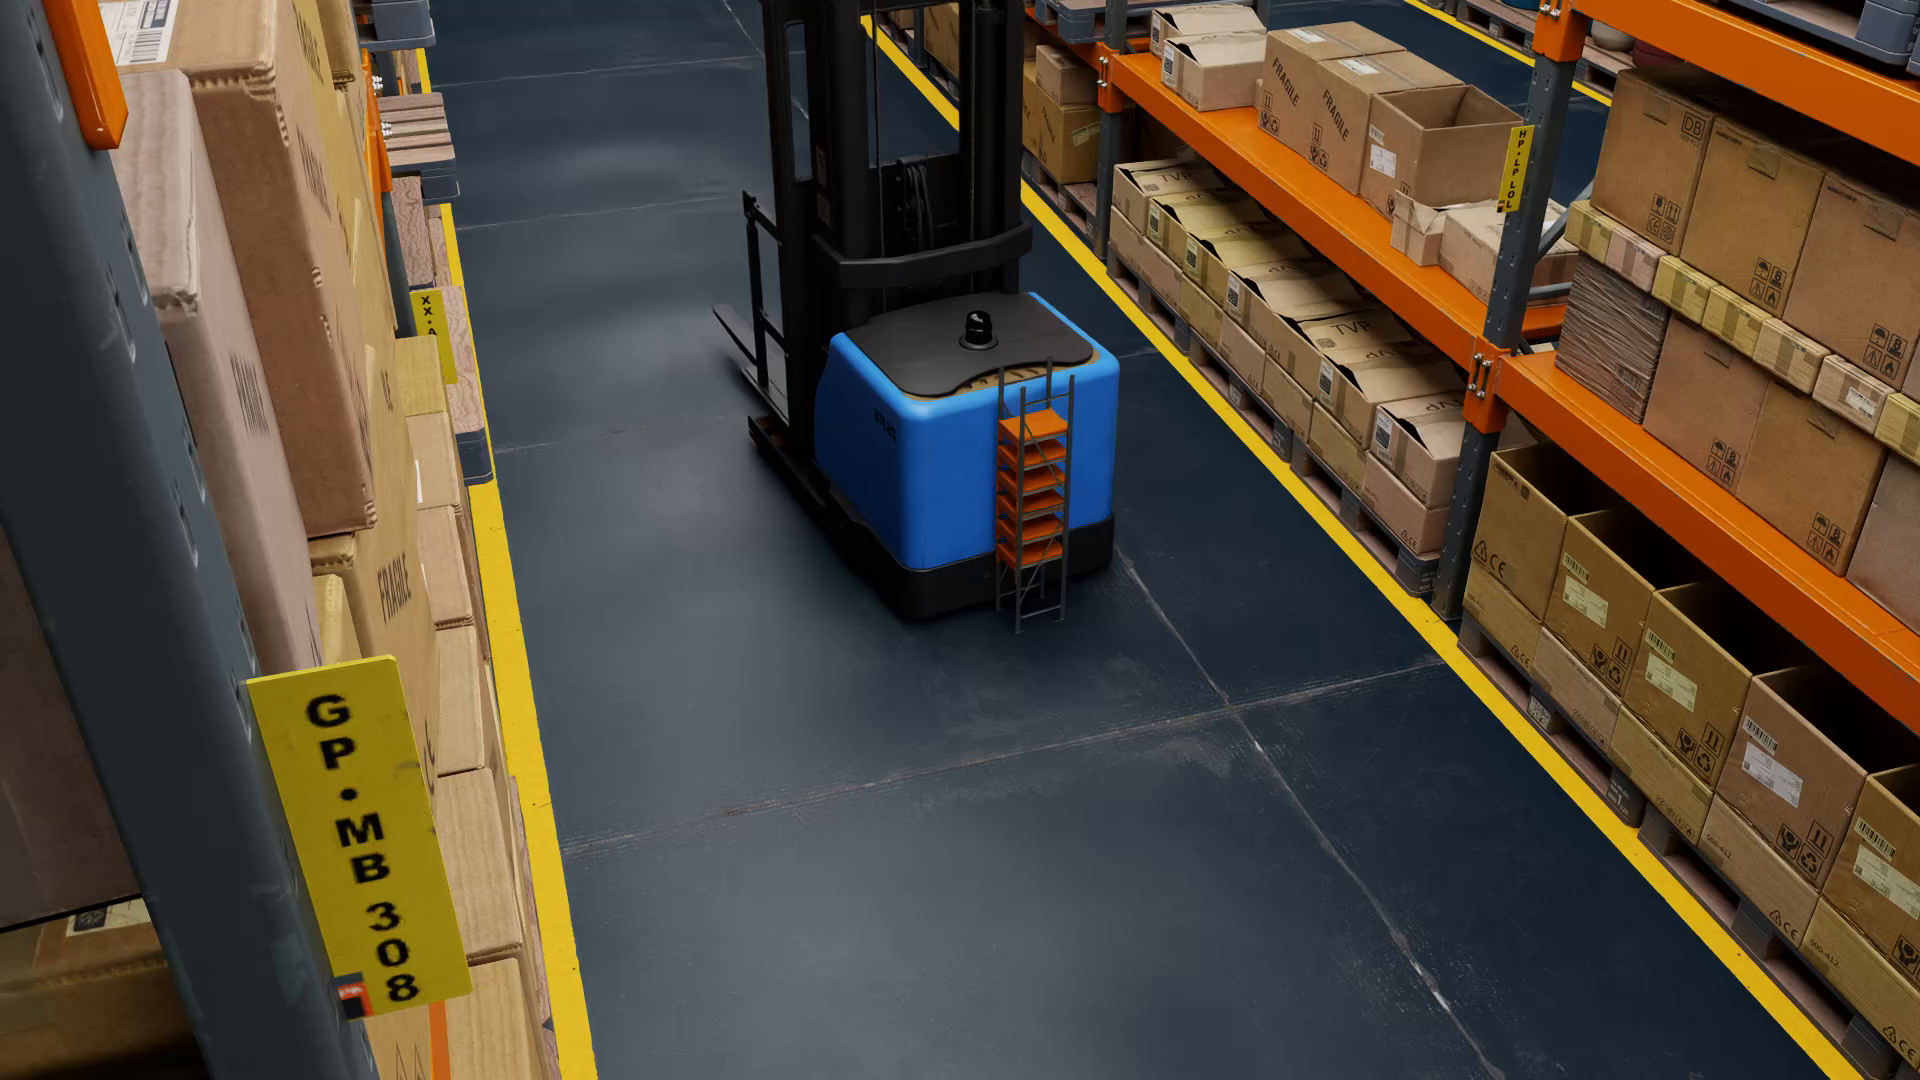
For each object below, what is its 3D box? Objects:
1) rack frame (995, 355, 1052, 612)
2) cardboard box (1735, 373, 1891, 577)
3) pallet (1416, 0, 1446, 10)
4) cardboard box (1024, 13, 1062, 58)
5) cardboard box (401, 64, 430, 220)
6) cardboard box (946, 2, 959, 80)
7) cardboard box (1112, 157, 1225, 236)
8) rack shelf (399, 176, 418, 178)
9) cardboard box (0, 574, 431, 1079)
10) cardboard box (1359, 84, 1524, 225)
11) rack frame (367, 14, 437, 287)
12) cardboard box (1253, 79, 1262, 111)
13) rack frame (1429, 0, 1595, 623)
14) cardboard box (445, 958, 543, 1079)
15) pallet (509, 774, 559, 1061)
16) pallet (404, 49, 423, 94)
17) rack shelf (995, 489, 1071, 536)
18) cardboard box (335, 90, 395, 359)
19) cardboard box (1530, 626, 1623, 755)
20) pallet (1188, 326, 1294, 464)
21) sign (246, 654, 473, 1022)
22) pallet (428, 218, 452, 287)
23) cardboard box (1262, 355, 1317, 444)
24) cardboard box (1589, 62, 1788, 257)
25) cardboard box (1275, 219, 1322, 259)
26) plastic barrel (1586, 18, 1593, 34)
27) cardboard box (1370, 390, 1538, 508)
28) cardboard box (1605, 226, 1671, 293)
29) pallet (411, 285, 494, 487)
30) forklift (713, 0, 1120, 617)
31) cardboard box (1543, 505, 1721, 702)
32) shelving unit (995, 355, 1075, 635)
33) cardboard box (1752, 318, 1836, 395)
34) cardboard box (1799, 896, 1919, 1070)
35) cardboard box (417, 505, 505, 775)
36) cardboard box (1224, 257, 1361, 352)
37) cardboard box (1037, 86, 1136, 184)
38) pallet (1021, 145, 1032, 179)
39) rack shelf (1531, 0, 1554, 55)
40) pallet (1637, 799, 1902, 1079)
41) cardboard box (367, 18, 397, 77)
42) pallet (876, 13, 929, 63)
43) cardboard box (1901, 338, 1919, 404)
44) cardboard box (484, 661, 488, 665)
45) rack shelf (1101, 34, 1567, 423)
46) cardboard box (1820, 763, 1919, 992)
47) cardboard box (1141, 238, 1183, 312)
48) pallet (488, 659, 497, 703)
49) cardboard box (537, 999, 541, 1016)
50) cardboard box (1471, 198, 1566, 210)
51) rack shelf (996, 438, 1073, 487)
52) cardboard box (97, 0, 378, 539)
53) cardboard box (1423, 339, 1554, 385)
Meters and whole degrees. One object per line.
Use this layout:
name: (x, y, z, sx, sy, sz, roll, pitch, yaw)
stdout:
rack frame: (0.263, -0.214, 6.986, 0.240, 1.200, 0.006, -15, 36, -22)
cardboard box: (3.014, -0.277, 5.357, 0.700, 0.500, 0.500, -10, 35, -14)
pallet: (4.573, -5.254, 15.510, 1.003, 0.211, 1.213, -10, 35, -15)
cardboard box: (0.490, -3.577, 11.631, 0.500, 0.250, 0.500, -11, 35, -16)
cardboard box: (-3.741, -2.419, 10.260, 0.750, 0.750, 0.750, -10, 35, -15)
cardboard box: (0.205, -3.775, 12.610, 0.500, 0.500, 0.500, -10, 35, -14)
cardboard box: (1.216, -2.045, 9.728, 0.500, 0.311, 0.500, -9, 34, -13)
rack shelf: (-2.770, -0.922, 7.077, 1.077, 0.370, 4.000, -10, 35, -15)
cardboard box: (-0.804, 0.409, 1.580, 0.500, 0.500, 0.500, -9, 35, -13)
cardboard box: (2.177, -1.731, 7.558, 0.500, 0.500, 0.500, -8, 34, -11)
rack frame: (-3.380, -2.272, 8.467, 1.000, 3.000, 0.127, -10, 35, -15)
cardboard box: (1.779, -2.342, 8.801, 0.380, 0.149, 0.250, -8, 34, -11)
rack frame: (2.556, -1.007, 6.553, 1.000, 3.000, 0.127, -10, 35, -15)
cardboard box: (-0.941, 1.107, 2.791, 0.500, 0.500, 0.500, -10, 35, -15)
pallet: (-1.921, 1.338, 5.533, 1.003, 0.211, 1.213, -10, 35, -15)
pallet: (-4.758, -3.621, 13.039, 1.003, 0.211, 1.213, -10, 35, -15)
rack shelf: (0.304, -0.132, 6.942, 0.258, 0.103, 0.180, -15, 36, -22)
cardboard box: (-1.280, -0.429, 2.848, 0.500, 0.500, 0.500, -8, 34, -12)
cardboard box: (2.557, 0.523, 6.351, 0.500, 0.250, 0.500, -10, 35, -15)
pallet: (1.919, -0.865, 8.868, 1.003, 0.211, 1.213, -10, 35, -15)
sign: (-0.423, 0.221, 1.181, 0.100, 0.325, 0.005, -10, 35, -15)
pallet: (-3.549, -1.535, 9.882, 1.003, 0.211, 1.213, -10, 35, -15)
cardboard box: (1.845, -0.738, 8.260, 0.500, 0.250, 0.500, -9, 35, -14)
cardboard box: (2.698, -1.358, 5.817, 0.700, 0.500, 0.500, -10, 35, -15)
cardboard box: (2.047, -1.598, 9.052, 0.500, 0.311, 0.500, -10, 35, -15)
plastic barrel: (5.200, -4.678, 13.630, 0.600, 0.901, 0.708, -10, 35, -15)
cardboard box: (2.160, -0.433, 7.289, 0.500, 0.311, 0.500, -10, 35, -15)
cardboard box: (2.531, -1.014, 5.884, 0.380, 0.149, 0.250, -10, 35, -14)
pallet: (-2.255, -0.518, 5.986, 1.003, 0.211, 1.213, -10, 35, -15)
forklift: (-0.417, -1.688, 7.645, 1.130, 2.935, 3.031, -15, 36, -22)
cardboard box: (2.560, 0.210, 6.145, 0.500, 0.500, 0.500, -10, 35, -15)
shelving unit: (0.304, -0.169, 6.917, 0.258, 1.200, 0.189, -15, 36, -22)
cardboard box: (2.767, -0.609, 5.272, 0.380, 0.149, 0.250, -11, 35, -16)
cardboard box: (3.013, 1.311, 5.159, 0.500, 0.250, 0.500, -10, 35, -15)
cardboard box: (-1.420, 0.293, 4.023, 0.500, 0.500, 0.500, -11, 35, -16)
cardboard box: (1.695, -1.232, 8.499, 0.500, 0.311, 0.500, -10, 35, -15)
cardboard box: (0.827, -2.699, 10.982, 0.500, 0.500, 0.500, -9, 34, -13)
pallet: (0.776, -2.981, 12.070, 1.003, 0.211, 1.213, -10, 35, -15)
rack shelf: (1.946, -3.008, 7.513, 1.077, 0.370, 4.000, -10, 35, -15)
pallet: (3.135, 1.223, 5.708, 1.003, 0.211, 1.213, -10, 35, -15)
cardboard box: (-3.285, -2.744, 8.803, 0.500, 0.500, 0.500, -9, 35, -13)
pallet: (-0.092, -4.404, 14.224, 1.003, 0.211, 1.213, -10, 35, -15)
cardboard box: (3.157, -0.567, 4.621, 0.700, 0.500, 0.500, -10, 35, -15)
cardboard box: (-1.583, 0.343, 4.628, 0.500, 0.250, 0.500, -10, 35, -15)
rack shelf: (1.946, -1.757, 8.340, 1.077, 0.370, 4.000, -10, 35, -15)
cardboard box: (3.011, 0.998, 4.951, 0.500, 0.500, 0.500, -10, 35, -15)
cardboard box: (1.371, -1.547, 9.483, 0.500, 0.250, 0.500, -11, 35, -16)
pallet: (-2.399, 0.583, 6.676, 1.003, 0.211, 1.213, -10, 35, -15)
cardboard box: (-1.108, 1.134, 3.431, 0.500, 0.250, 0.500, -11, 35, -15)
cardboard box: (2.481, -1.402, 7.378, 0.380, 0.149, 0.250, -10, 35, -15)
rack shelf: (0.304, -0.332, 6.809, 0.258, 0.103, 0.180, -15, 36, -22)
cardboard box: (-0.931, -0.305, 1.755, 0.500, 0.500, 0.500, -10, 35, -15)
cardboard box: (2.520, -0.791, 7.831, 0.500, 0.311, 0.500, -10, 35, -15)
